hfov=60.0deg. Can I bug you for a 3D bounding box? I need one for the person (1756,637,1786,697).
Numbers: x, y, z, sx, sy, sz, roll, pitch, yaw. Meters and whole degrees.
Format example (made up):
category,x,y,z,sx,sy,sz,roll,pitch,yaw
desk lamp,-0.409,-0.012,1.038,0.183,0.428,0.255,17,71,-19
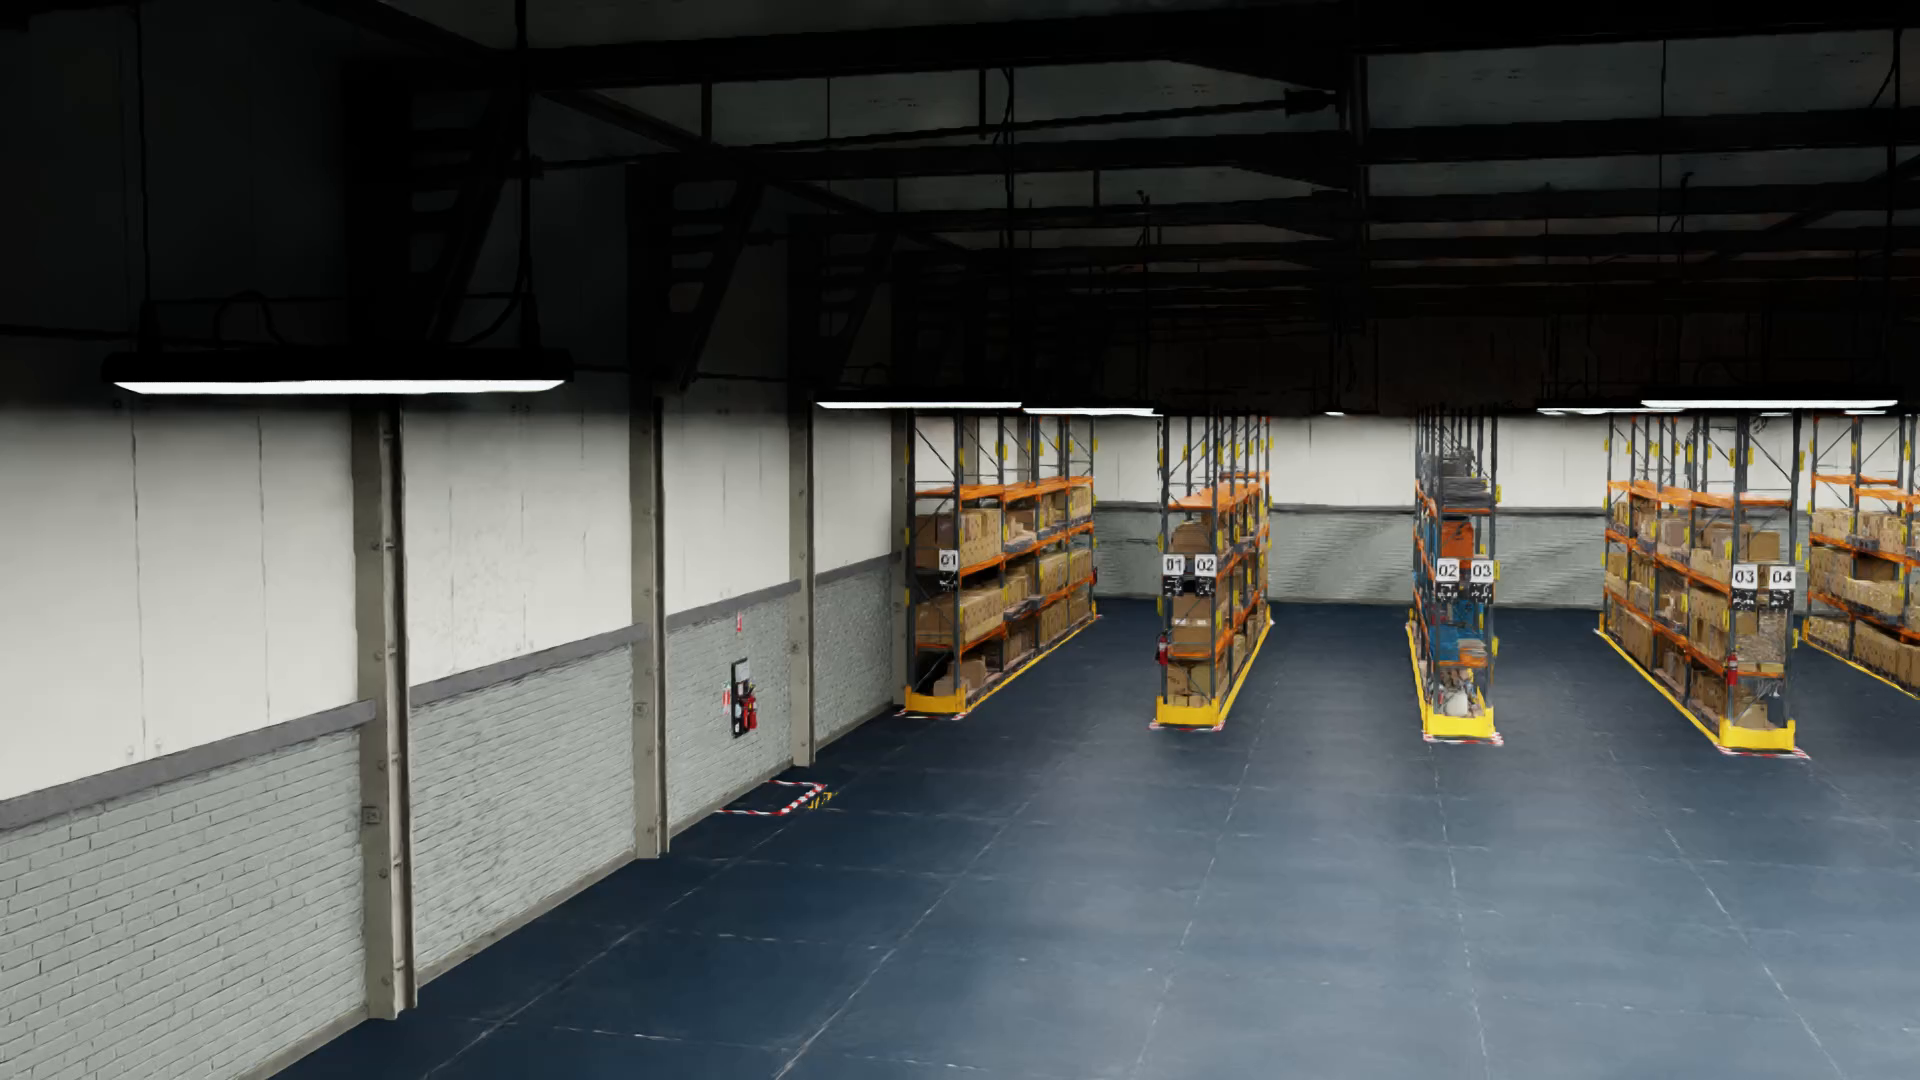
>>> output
category,x,y,z,sx,sy,sz,roll,pitch,yaw
person,16.711,2.428,34.249,0.580,1.619,0.507,1,4,12
